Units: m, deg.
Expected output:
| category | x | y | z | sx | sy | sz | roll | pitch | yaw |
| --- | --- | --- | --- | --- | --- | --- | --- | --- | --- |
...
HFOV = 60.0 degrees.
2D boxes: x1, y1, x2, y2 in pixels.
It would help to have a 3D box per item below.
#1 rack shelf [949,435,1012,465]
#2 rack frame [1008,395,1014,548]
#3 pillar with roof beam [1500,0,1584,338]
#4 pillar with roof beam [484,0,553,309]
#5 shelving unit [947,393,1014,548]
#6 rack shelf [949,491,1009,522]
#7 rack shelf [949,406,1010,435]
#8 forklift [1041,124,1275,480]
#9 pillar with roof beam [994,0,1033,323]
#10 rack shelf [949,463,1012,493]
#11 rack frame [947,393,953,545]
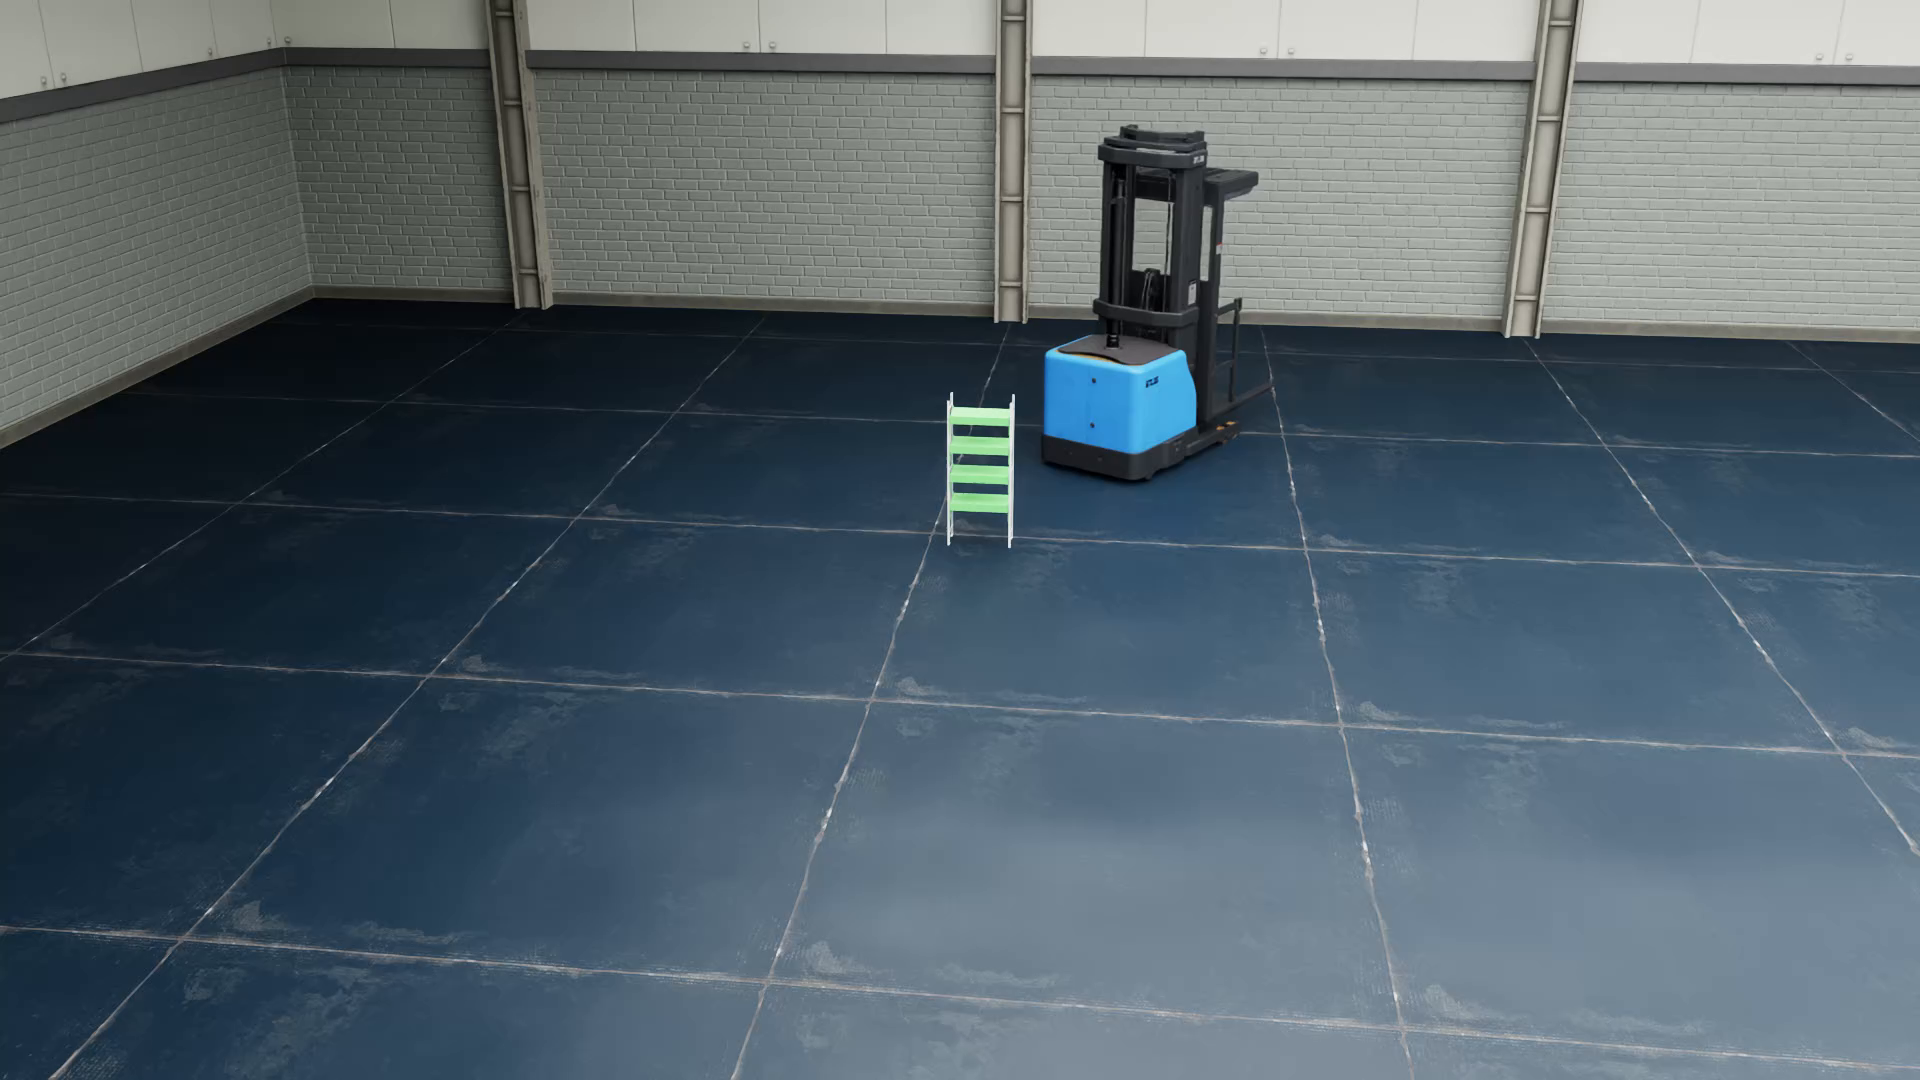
| category | x | y | z | sx | sy | sz | roll | pitch | yaw |
| --- | --- | --- | --- | --- | --- | --- | --- | --- | --- |
| rack shelf | 0.164 | -0.715 | 13.136 | 0.480 | 0.148 | 0.258 | 2 | 22 | 6 |
| rack frame | 0.407 | -0.540 | 13.174 | 0.015 | 1.200 | 0.240 | 2 | 22 | 6 |
| pillar with roof beam | 6.073 | -5.028 | 13.919 | 0.400 | 9.000 | 9.100 | 2 | 22 | 6 |
| pillar with roof beam | -5.843 | -5.547 | 15.232 | 0.400 | 9.000 | 9.100 | 2 | 22 | 6 |
| shelving unit | 0.164 | -0.551 | 13.201 | 0.503 | 1.200 | 0.258 | 2 | 22 | 6 |
| rack shelf | 0.164 | -0.268 | 13.313 | 0.480 | 0.148 | 0.258 | 2 | 22 | 6 |
| rack shelf | 0.164 | -0.938 | 13.048 | 0.480 | 0.148 | 0.258 | 2 | 22 | 6 |
| forklift | 2.021 | -2.367 | 15.440 | 1.130 | 2.935 | 3.031 | 15 | 26 | 34 |
| pillar with roof beam | 0.115 | -5.288 | 14.575 | 0.400 | 9.000 | 9.100 | 2 | 22 | 6 |
| rack shelf | 0.164 | -0.491 | 13.225 | 0.480 | 0.148 | 0.258 | 2 | 22 | 6 |
| rack frame | -0.078 | -0.561 | 13.228 | 0.015 | 1.200 | 0.240 | 2 | 22 | 6 |
